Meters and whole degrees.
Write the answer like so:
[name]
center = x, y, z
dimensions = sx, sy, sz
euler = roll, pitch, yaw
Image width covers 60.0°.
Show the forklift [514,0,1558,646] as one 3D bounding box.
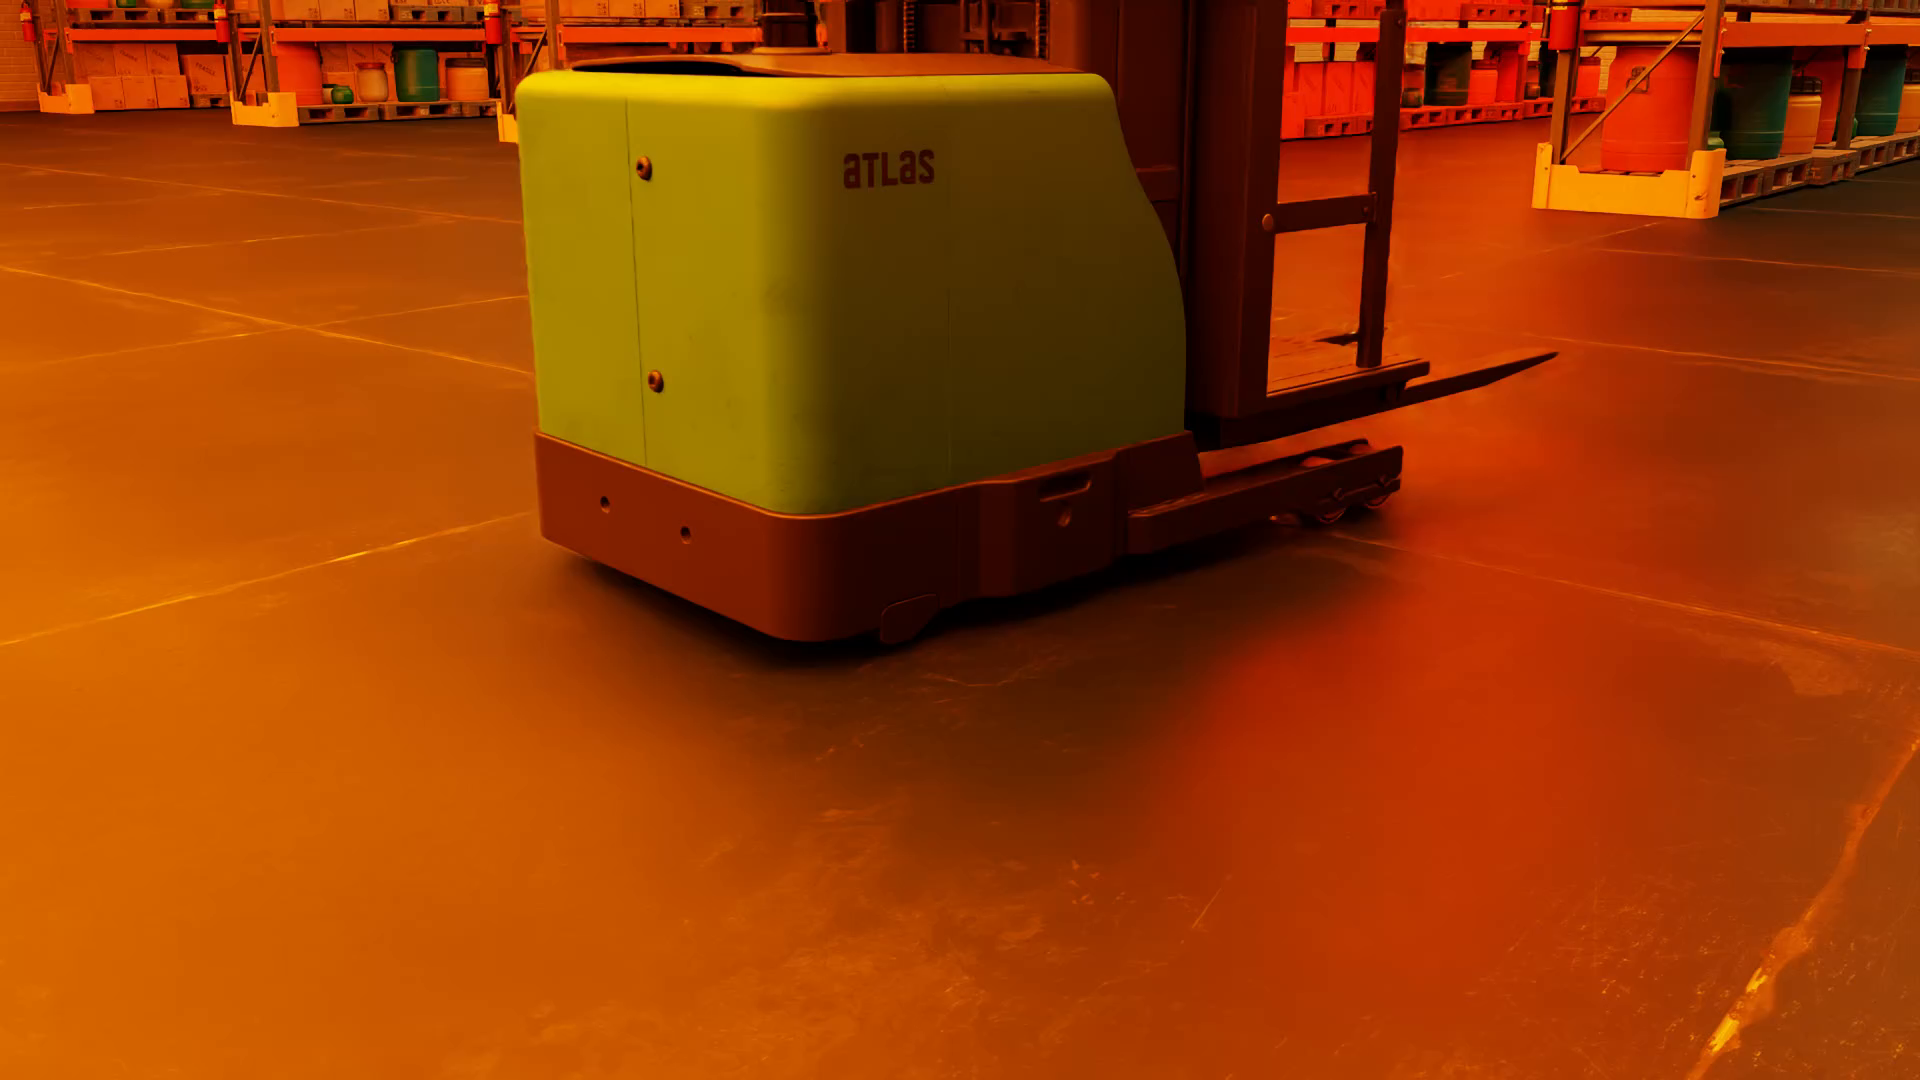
[forklift]
center = 0.482, -1.540, 3.971
dimensions = 3.031, 2.935, 1.130
euler = -15, 22, -40
